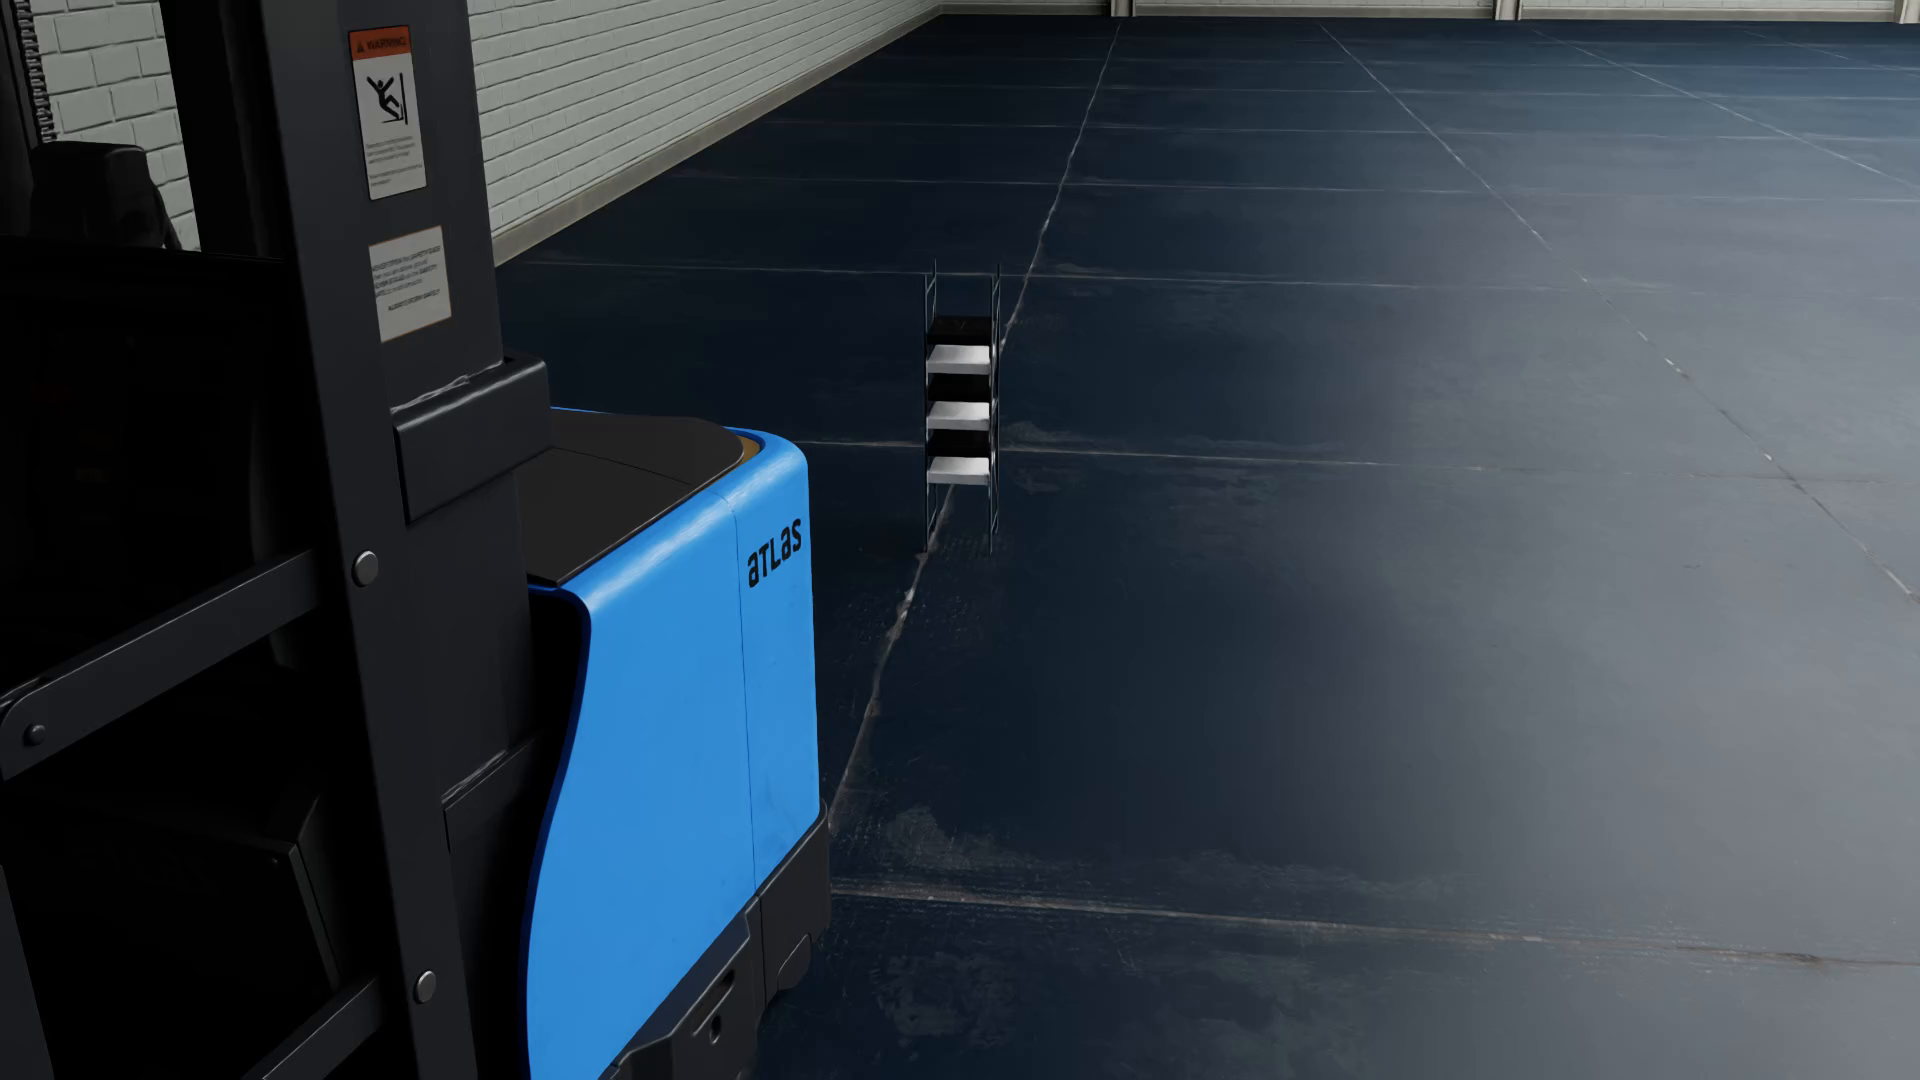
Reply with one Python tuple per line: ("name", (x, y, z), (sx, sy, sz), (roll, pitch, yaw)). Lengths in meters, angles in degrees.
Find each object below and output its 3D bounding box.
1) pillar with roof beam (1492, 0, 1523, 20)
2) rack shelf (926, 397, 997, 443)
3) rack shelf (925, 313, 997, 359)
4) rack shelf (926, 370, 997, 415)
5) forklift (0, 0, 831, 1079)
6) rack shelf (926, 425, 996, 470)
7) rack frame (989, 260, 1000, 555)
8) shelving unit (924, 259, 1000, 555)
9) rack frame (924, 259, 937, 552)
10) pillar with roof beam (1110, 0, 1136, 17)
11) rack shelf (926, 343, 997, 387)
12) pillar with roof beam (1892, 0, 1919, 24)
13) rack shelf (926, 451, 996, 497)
("pillar with roof beam", (8.083, -10.802, 20.523), (0.400, 9.000, 9.100), (2, 22, 6))
("rack shelf", (0.008, -0.387, 5.286), (0.200, 0.077, 0.258), (2, 22, 6))
("rack shelf", (0.008, -0.638, 5.186), (0.200, 0.077, 0.258), (2, 22, 6))
("rack shelf", (0.008, -0.471, 5.253), (0.200, 0.077, 0.258), (2, 22, 6))
("forklift", (-1.239, -0.108, 1.727), (1.130, 2.935, 3.031), (8, 23, 19))
("rack shelf", (0.008, -0.303, 5.319), (0.200, 0.077, 0.258), (2, 22, 6))
("rack frame", (0.109, -0.414, 5.262), (0.006, 0.900, 0.240), (2, 22, 6))
("shelving unit", (0.008, -0.418, 5.273), (0.210, 0.900, 0.258), (2, 22, 6))
("rack frame", (-0.093, -0.423, 5.285), (0.006, 0.900, 0.240), (2, 22, 6))
("pillar with roof beam", (2.124, -11.062, 21.179), (0.400, 9.000, 9.100), (2, 22, 6))
("rack shelf", (0.008, -0.555, 5.220), (0.200, 0.077, 0.258), (2, 22, 6))
("pillar with roof beam", (14.041, -10.542, 19.866), (0.400, 9.000, 9.100), (2, 22, 6))
("rack shelf", (0.008, -0.220, 5.352), (0.200, 0.077, 0.258), (2, 22, 6))
